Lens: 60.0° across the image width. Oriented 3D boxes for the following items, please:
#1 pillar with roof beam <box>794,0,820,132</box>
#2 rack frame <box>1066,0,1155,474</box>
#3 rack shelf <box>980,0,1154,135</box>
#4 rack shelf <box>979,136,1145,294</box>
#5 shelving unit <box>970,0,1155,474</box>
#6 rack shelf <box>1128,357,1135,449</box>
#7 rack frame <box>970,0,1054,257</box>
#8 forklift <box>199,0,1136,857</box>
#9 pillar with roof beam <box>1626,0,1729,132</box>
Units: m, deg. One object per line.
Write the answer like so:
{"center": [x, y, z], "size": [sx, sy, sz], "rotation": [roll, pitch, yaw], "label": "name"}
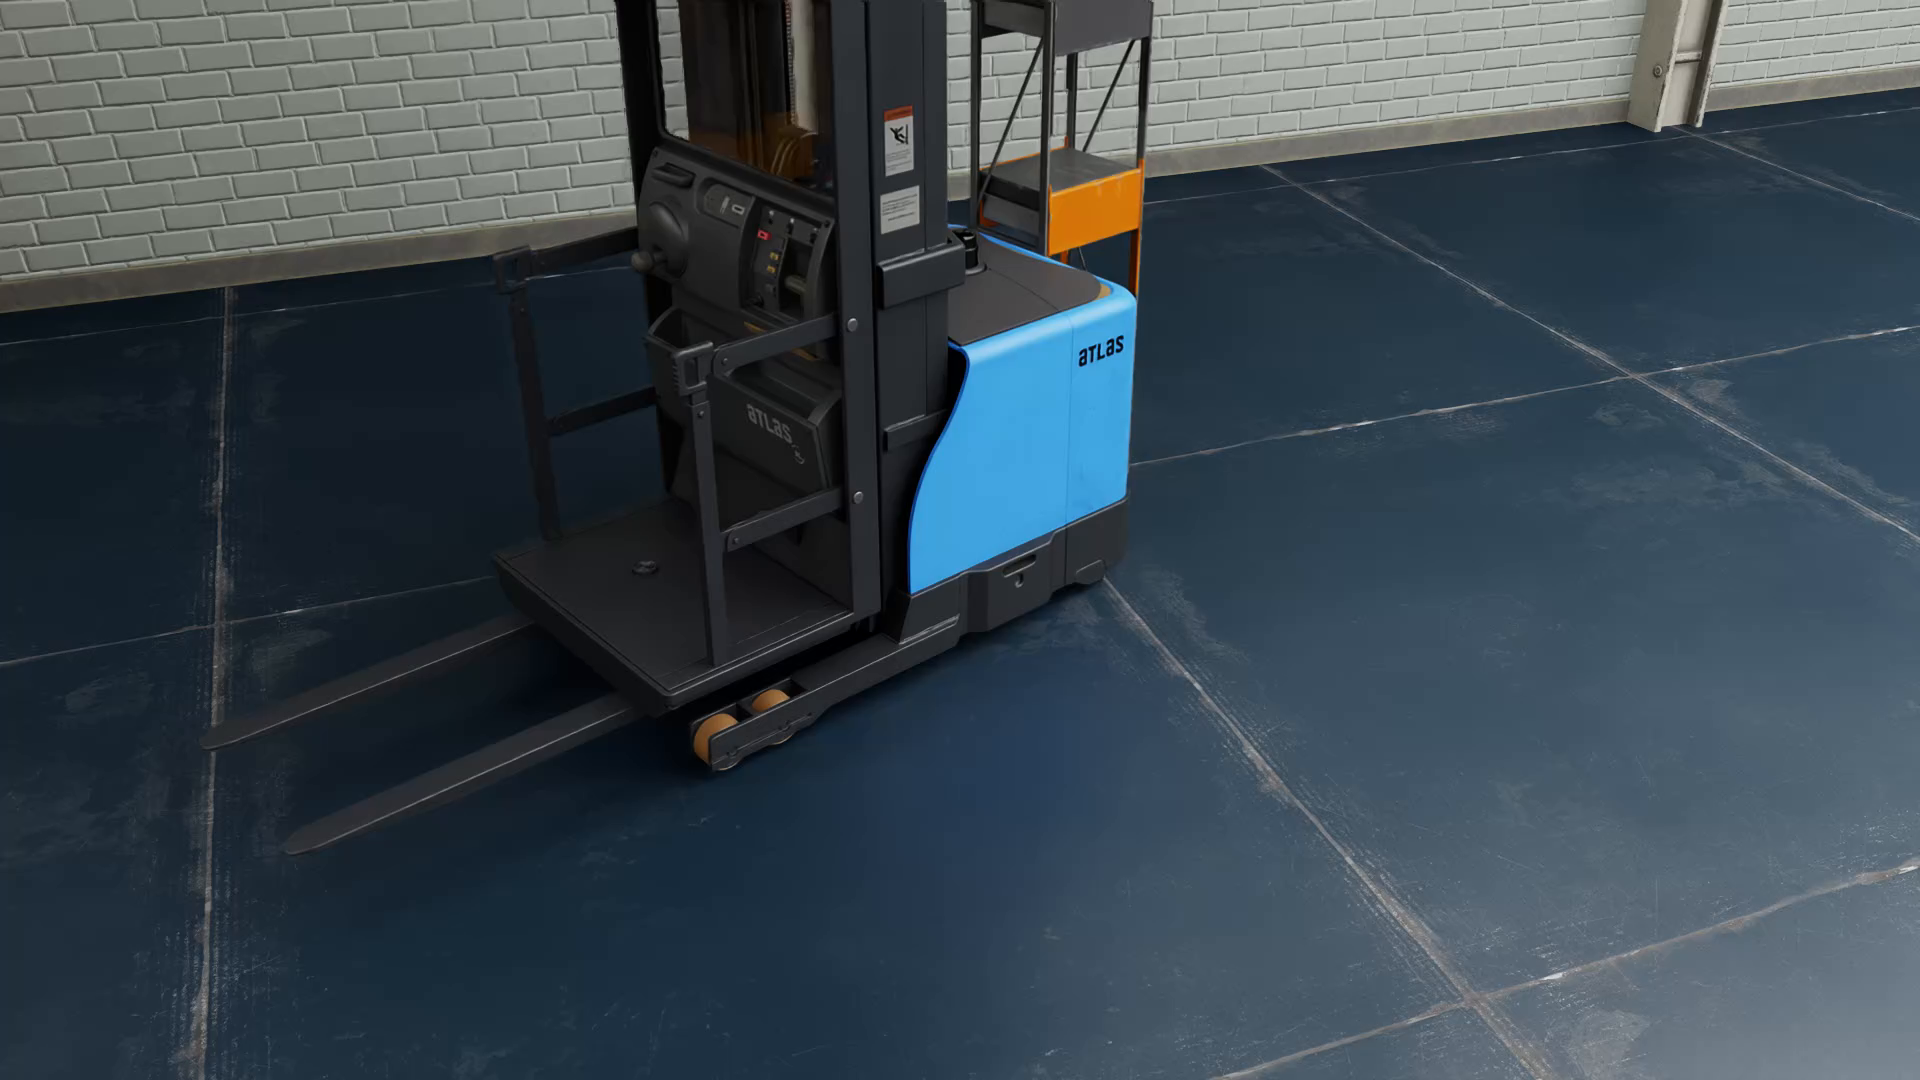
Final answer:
{"center": [0.592, -3.675, 3.611], "size": [0.400, 9.000, 9.100], "rotation": [-10, 31, -18], "label": "pillar with roof beam"}
{"center": [0.542, -1.253, 6.328], "size": [0.015, 2.100, 0.400], "rotation": [-23, 37, -35], "label": "rack frame"}
{"center": [0.358, -1.770, 5.848], "size": [0.480, 0.518, 0.431], "rotation": [-23, 37, -35], "label": "rack shelf"}
{"center": [0.358, -1.161, 6.195], "size": [0.480, 0.518, 0.431], "rotation": [-23, 37, -35], "label": "rack shelf"}
{"center": [0.358, -1.173, 6.188], "size": [0.503, 2.100, 0.431], "rotation": [-23, 37, -35], "label": "shelving unit"}
{"center": [0.358, -0.553, 6.541], "size": [0.480, 0.518, 0.431], "rotation": [-23, 37, -35], "label": "rack shelf"}
{"center": [0.175, -1.094, 6.048], "size": [0.015, 2.100, 0.400], "rotation": [-23, 37, -35], "label": "rack frame"}
{"center": [-0.835, -0.872, 4.819], "size": [3.031, 2.935, 1.130], "rotation": [-23, 37, -35], "label": "forklift"}
{"center": [6.215, -4.711, 5.428], "size": [0.400, 9.000, 9.100], "rotation": [-10, 31, -18], "label": "pillar with roof beam"}
